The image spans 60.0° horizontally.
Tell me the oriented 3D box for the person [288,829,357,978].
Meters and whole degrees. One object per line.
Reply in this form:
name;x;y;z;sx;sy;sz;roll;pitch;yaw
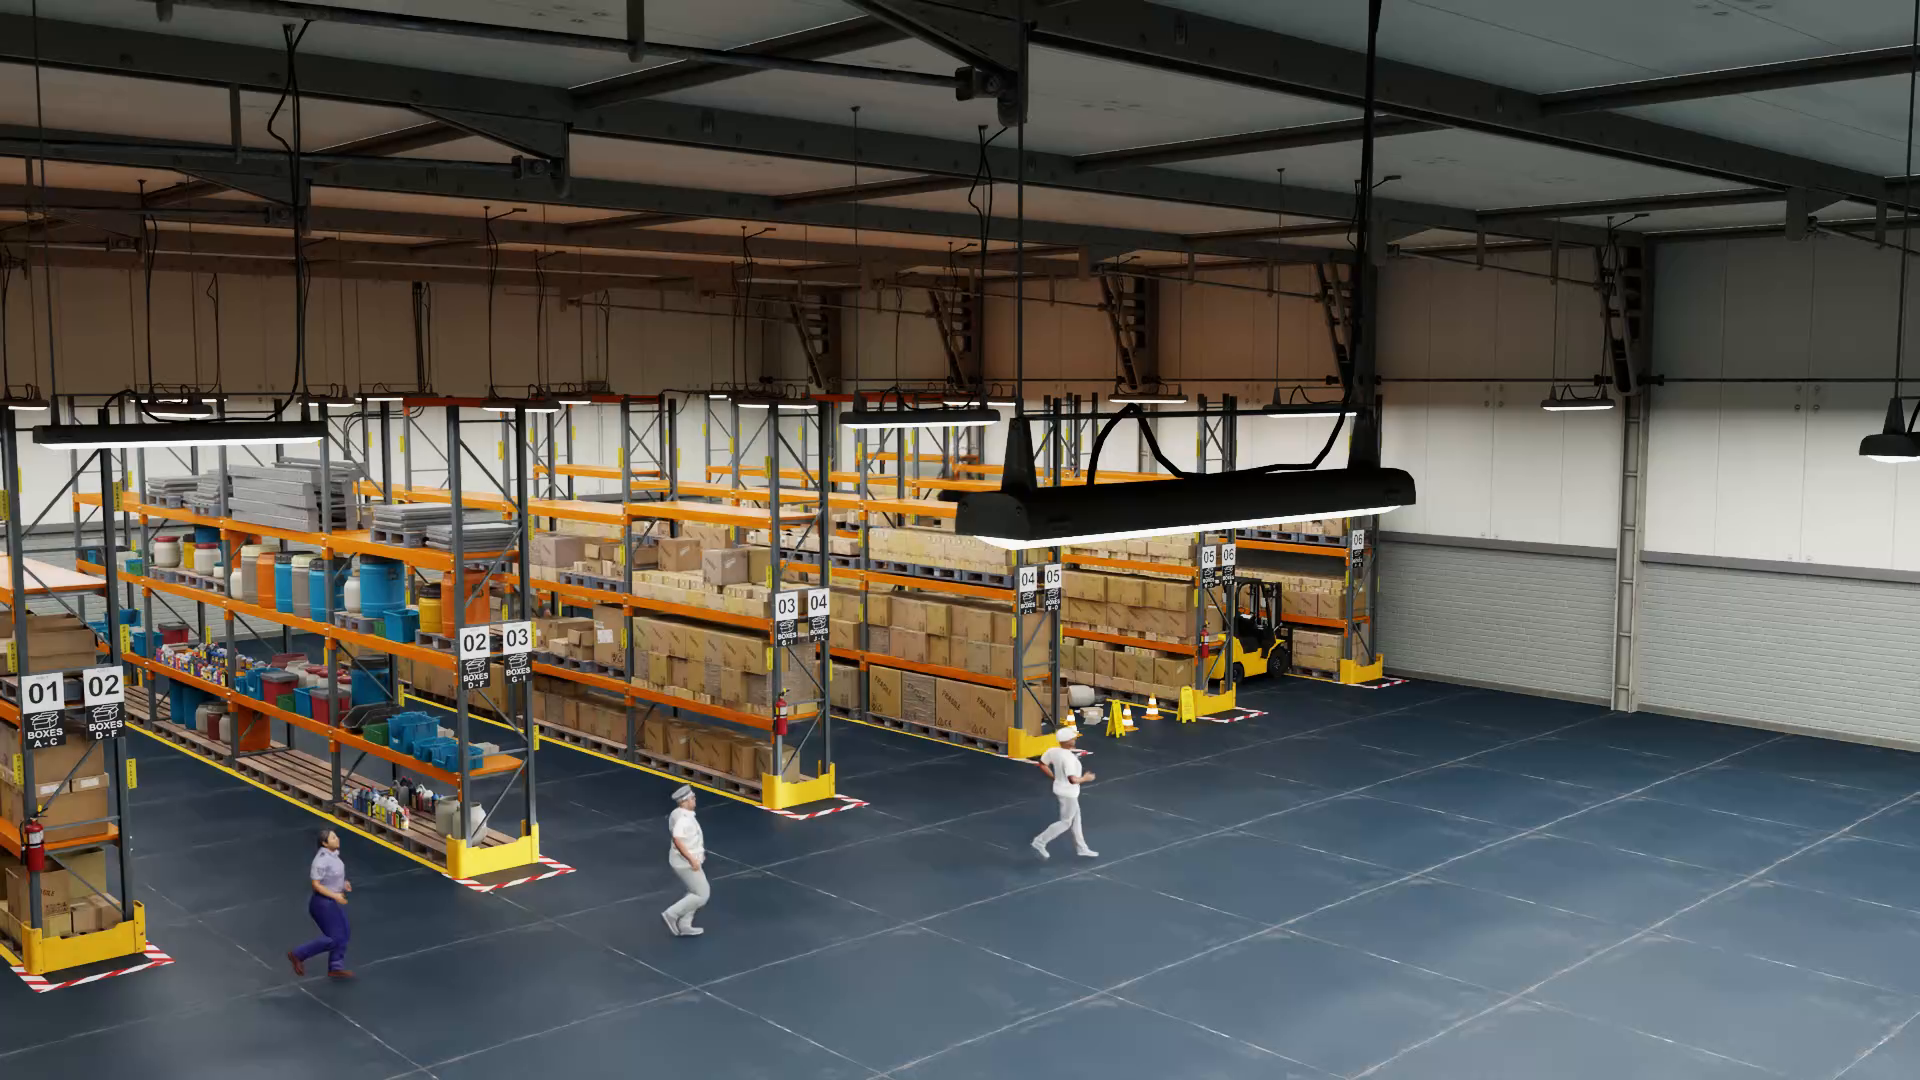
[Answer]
person;-6.743;3.846;17.566;0.655;1.630;0.608;-1;6;-13

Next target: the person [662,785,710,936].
person;-3.118;3.646;18.870;0.522;1.743;0.658;-2;6;-17

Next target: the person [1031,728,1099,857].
person;1.384;3.331;21.769;0.972;1.765;0.701;-2;6;-16

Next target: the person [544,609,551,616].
person;-8.295;2.239;33.710;0.569;1.679;0.652;5;7;39

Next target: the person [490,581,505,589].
person;-10.995;1.663;39.494;0.785;1.731;0.566;2;6;24
